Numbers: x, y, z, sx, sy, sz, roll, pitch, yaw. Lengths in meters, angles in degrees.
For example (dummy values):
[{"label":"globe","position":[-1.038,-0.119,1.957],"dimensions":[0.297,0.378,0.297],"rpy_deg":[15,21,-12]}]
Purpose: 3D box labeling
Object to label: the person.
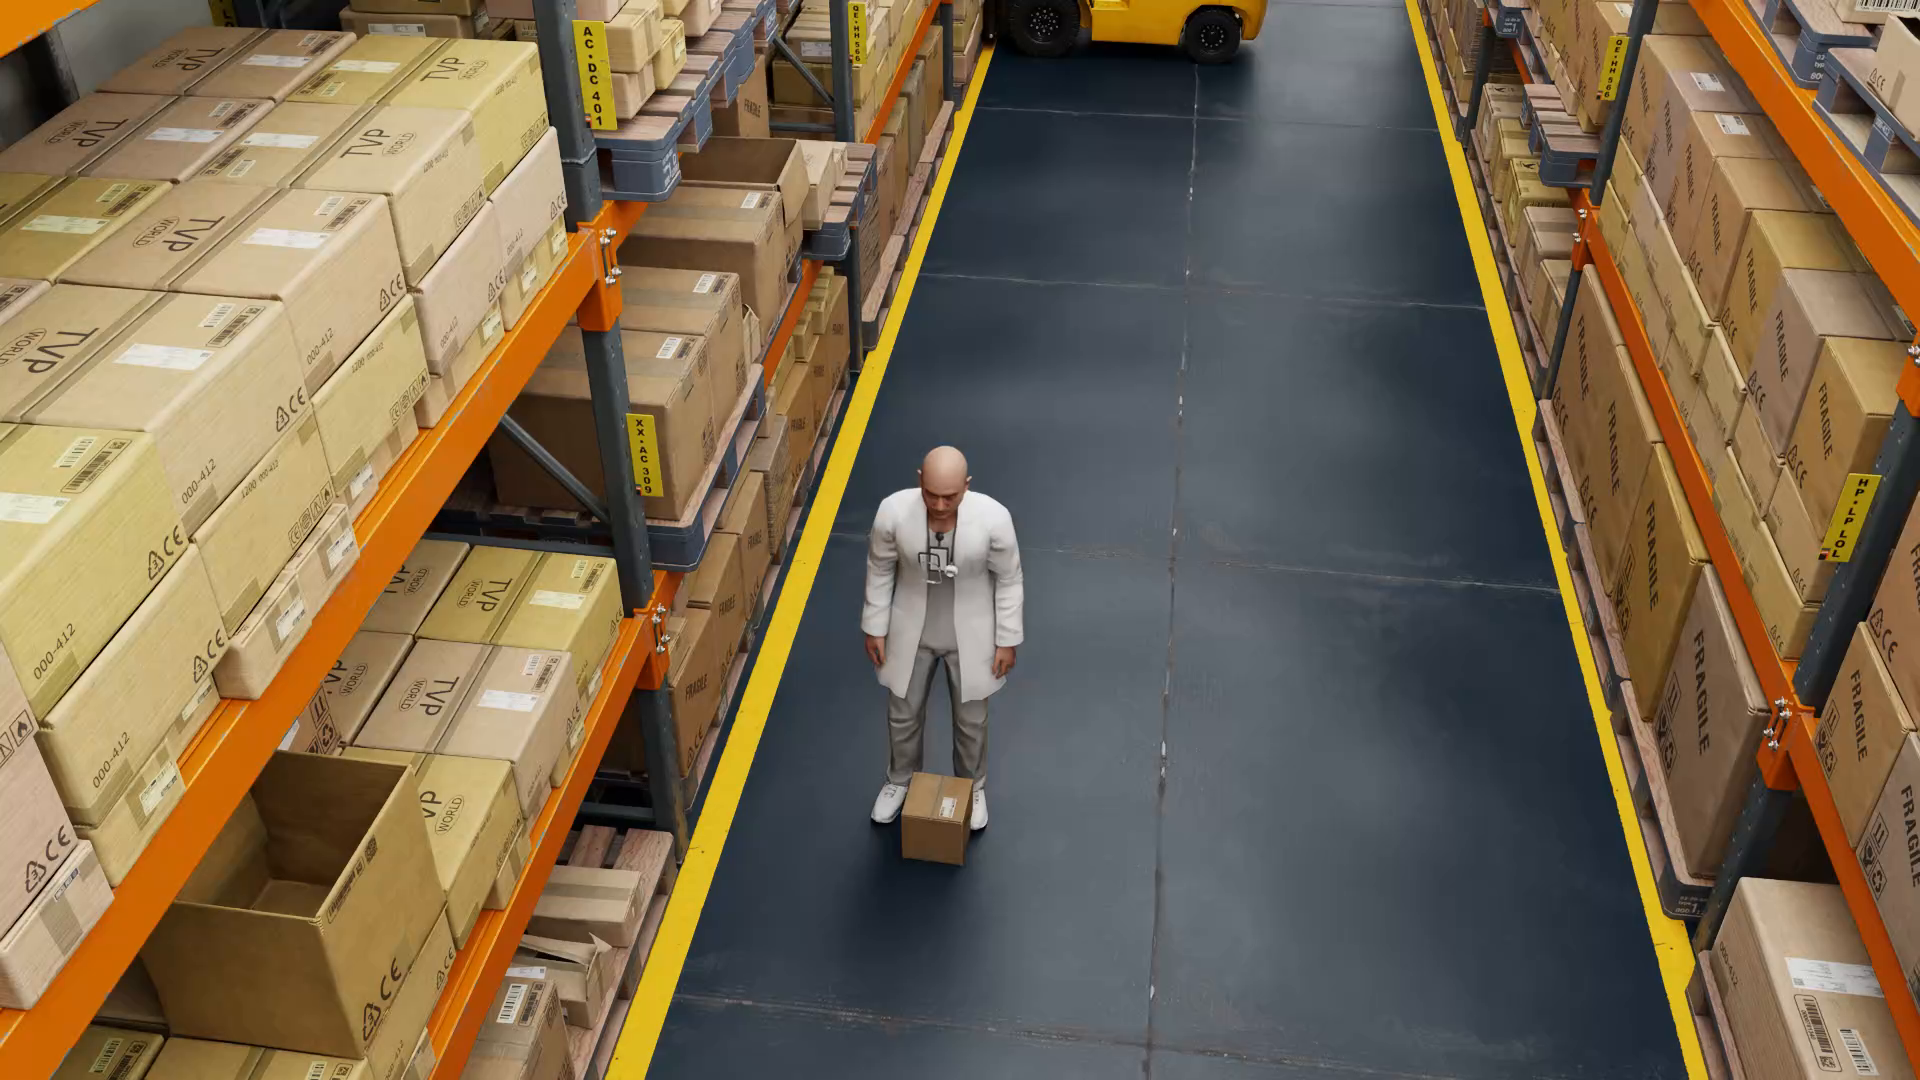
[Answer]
[{"label":"person","position":[-0.072,0.373,6.534],"dimensions":[0.639,1.774,0.423],"rpy_deg":[5,36,6]}]
